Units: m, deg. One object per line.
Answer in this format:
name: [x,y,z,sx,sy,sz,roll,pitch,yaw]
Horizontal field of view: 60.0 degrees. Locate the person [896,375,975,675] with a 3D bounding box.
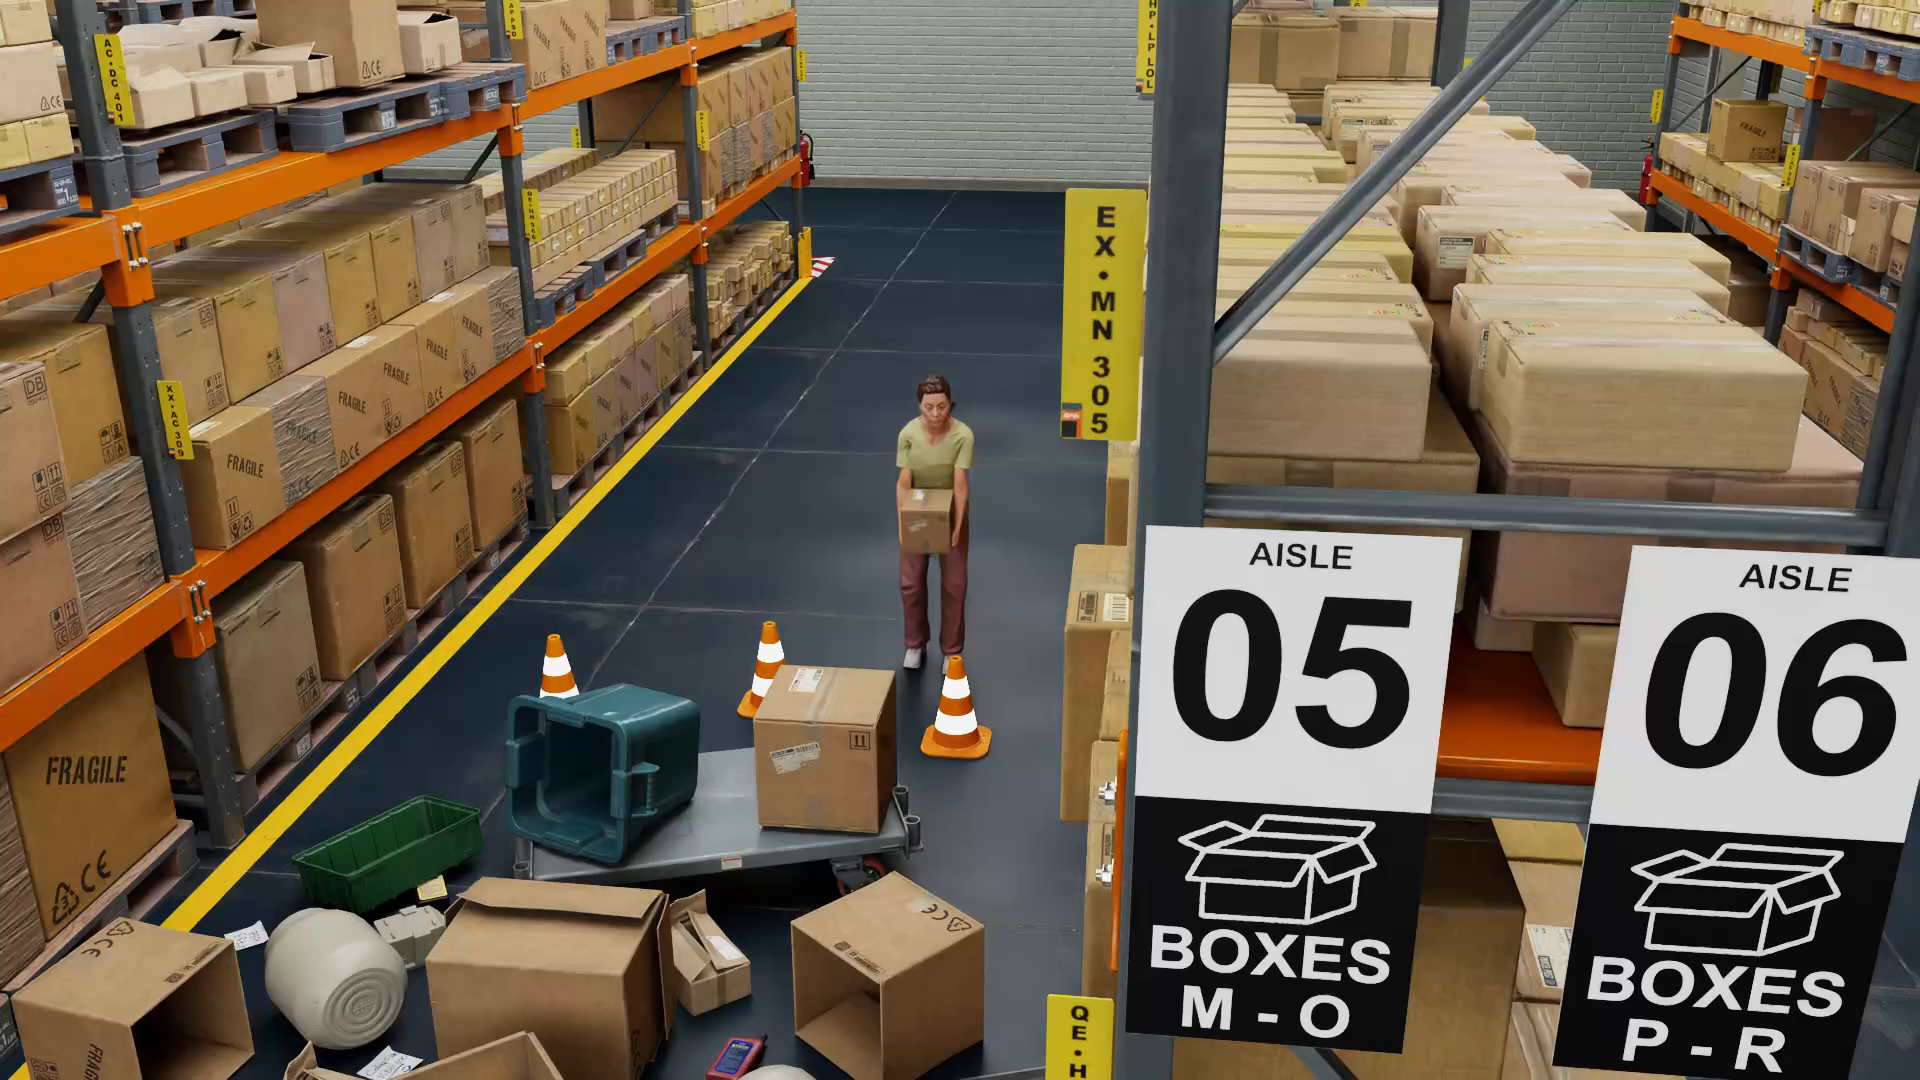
person: [-0.132,-0.076,8.819,0.409,1.654,0.521,2,21,5]
